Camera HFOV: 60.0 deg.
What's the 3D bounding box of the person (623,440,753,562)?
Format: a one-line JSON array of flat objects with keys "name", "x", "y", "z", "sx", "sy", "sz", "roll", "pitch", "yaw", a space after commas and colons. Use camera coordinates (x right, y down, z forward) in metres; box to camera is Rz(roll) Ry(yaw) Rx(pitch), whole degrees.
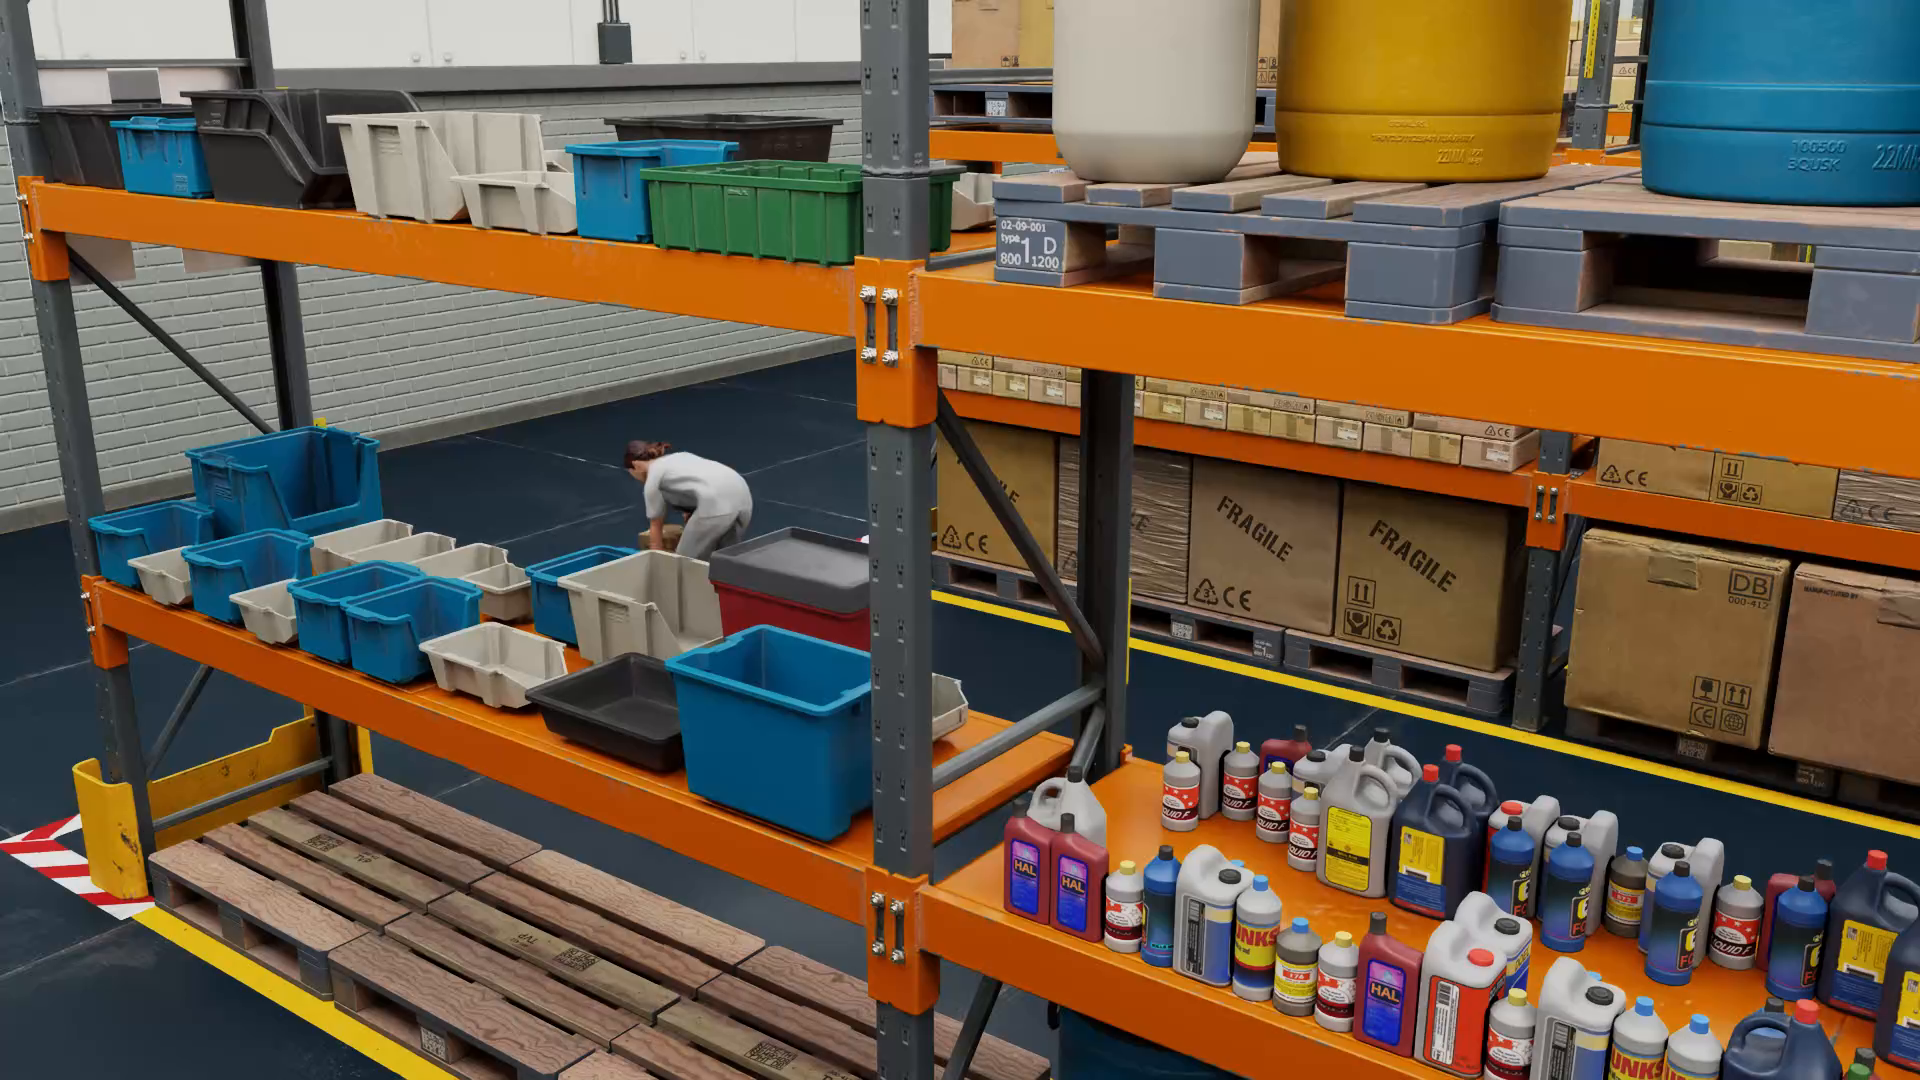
[{"name": "person", "x": -1.544, "y": 0.024, "z": 9.365, "sx": 0.863, "sy": 1.161, "sz": 0.404, "roll": 11, "pitch": 20, "yaw": 33}]
